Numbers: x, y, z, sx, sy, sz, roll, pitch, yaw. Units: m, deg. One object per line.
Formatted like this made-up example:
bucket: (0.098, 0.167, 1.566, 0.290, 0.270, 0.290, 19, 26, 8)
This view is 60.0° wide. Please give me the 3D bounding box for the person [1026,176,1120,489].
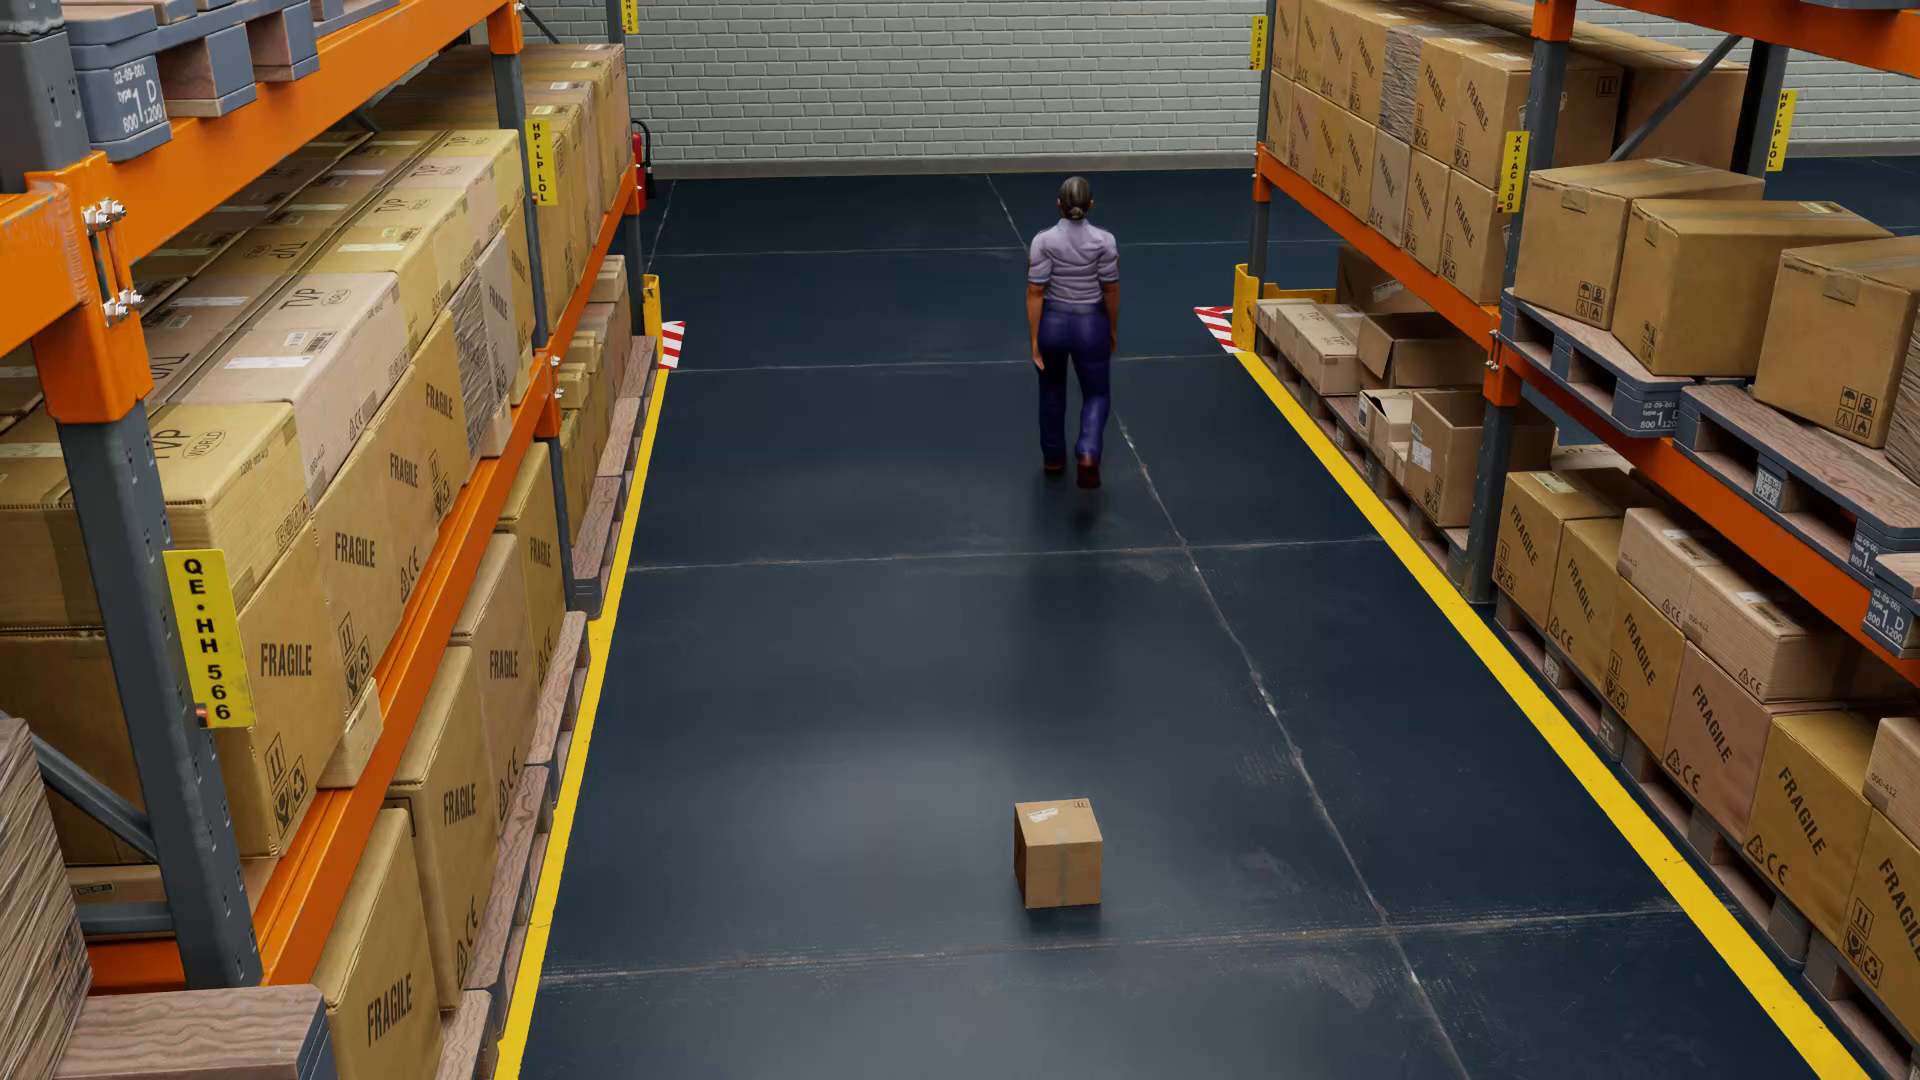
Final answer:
person: (0.570, -1.050, 8.466, 0.465, 1.608, 0.820, 3, 24, 7)
